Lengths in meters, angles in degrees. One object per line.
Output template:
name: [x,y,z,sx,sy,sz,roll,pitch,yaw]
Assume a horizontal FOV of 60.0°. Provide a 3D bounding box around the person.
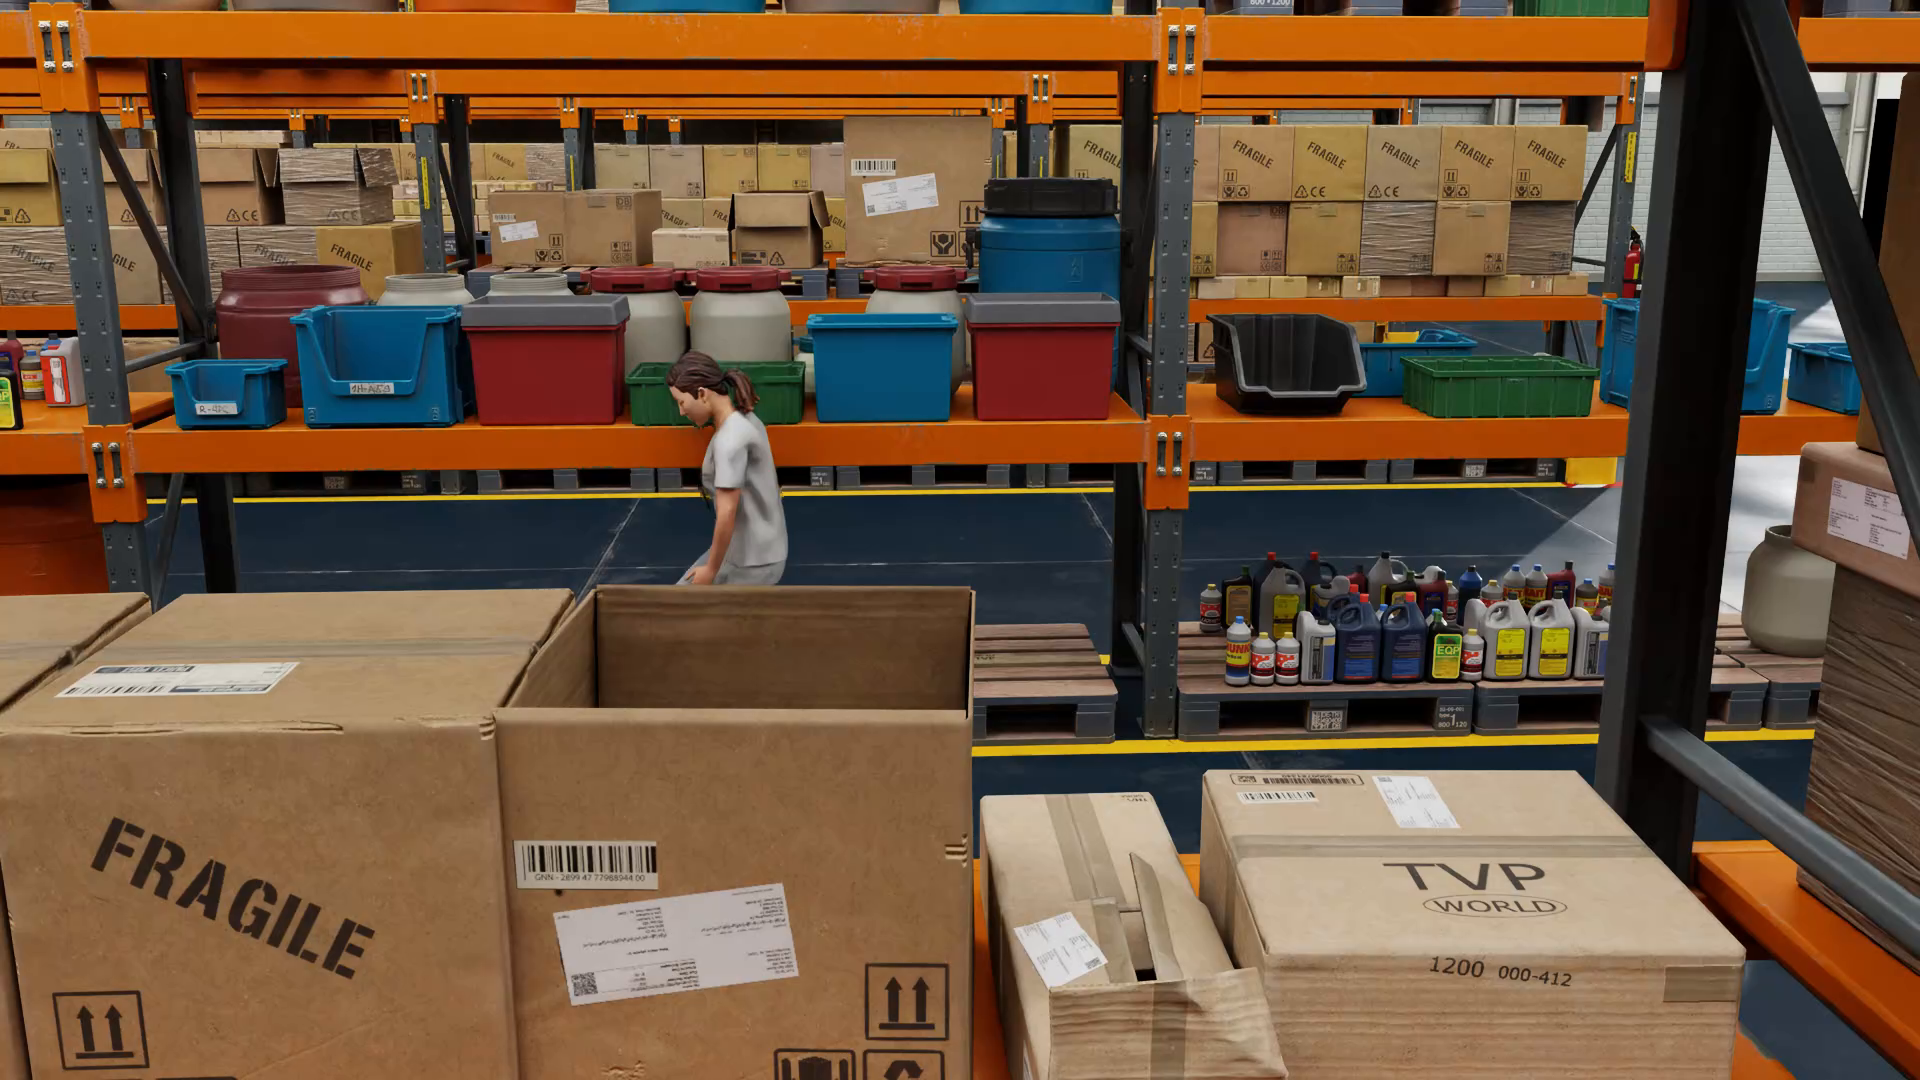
person: [-0.898,0.087,6.306,0.490,1.606,0.464,0,14,-2]
